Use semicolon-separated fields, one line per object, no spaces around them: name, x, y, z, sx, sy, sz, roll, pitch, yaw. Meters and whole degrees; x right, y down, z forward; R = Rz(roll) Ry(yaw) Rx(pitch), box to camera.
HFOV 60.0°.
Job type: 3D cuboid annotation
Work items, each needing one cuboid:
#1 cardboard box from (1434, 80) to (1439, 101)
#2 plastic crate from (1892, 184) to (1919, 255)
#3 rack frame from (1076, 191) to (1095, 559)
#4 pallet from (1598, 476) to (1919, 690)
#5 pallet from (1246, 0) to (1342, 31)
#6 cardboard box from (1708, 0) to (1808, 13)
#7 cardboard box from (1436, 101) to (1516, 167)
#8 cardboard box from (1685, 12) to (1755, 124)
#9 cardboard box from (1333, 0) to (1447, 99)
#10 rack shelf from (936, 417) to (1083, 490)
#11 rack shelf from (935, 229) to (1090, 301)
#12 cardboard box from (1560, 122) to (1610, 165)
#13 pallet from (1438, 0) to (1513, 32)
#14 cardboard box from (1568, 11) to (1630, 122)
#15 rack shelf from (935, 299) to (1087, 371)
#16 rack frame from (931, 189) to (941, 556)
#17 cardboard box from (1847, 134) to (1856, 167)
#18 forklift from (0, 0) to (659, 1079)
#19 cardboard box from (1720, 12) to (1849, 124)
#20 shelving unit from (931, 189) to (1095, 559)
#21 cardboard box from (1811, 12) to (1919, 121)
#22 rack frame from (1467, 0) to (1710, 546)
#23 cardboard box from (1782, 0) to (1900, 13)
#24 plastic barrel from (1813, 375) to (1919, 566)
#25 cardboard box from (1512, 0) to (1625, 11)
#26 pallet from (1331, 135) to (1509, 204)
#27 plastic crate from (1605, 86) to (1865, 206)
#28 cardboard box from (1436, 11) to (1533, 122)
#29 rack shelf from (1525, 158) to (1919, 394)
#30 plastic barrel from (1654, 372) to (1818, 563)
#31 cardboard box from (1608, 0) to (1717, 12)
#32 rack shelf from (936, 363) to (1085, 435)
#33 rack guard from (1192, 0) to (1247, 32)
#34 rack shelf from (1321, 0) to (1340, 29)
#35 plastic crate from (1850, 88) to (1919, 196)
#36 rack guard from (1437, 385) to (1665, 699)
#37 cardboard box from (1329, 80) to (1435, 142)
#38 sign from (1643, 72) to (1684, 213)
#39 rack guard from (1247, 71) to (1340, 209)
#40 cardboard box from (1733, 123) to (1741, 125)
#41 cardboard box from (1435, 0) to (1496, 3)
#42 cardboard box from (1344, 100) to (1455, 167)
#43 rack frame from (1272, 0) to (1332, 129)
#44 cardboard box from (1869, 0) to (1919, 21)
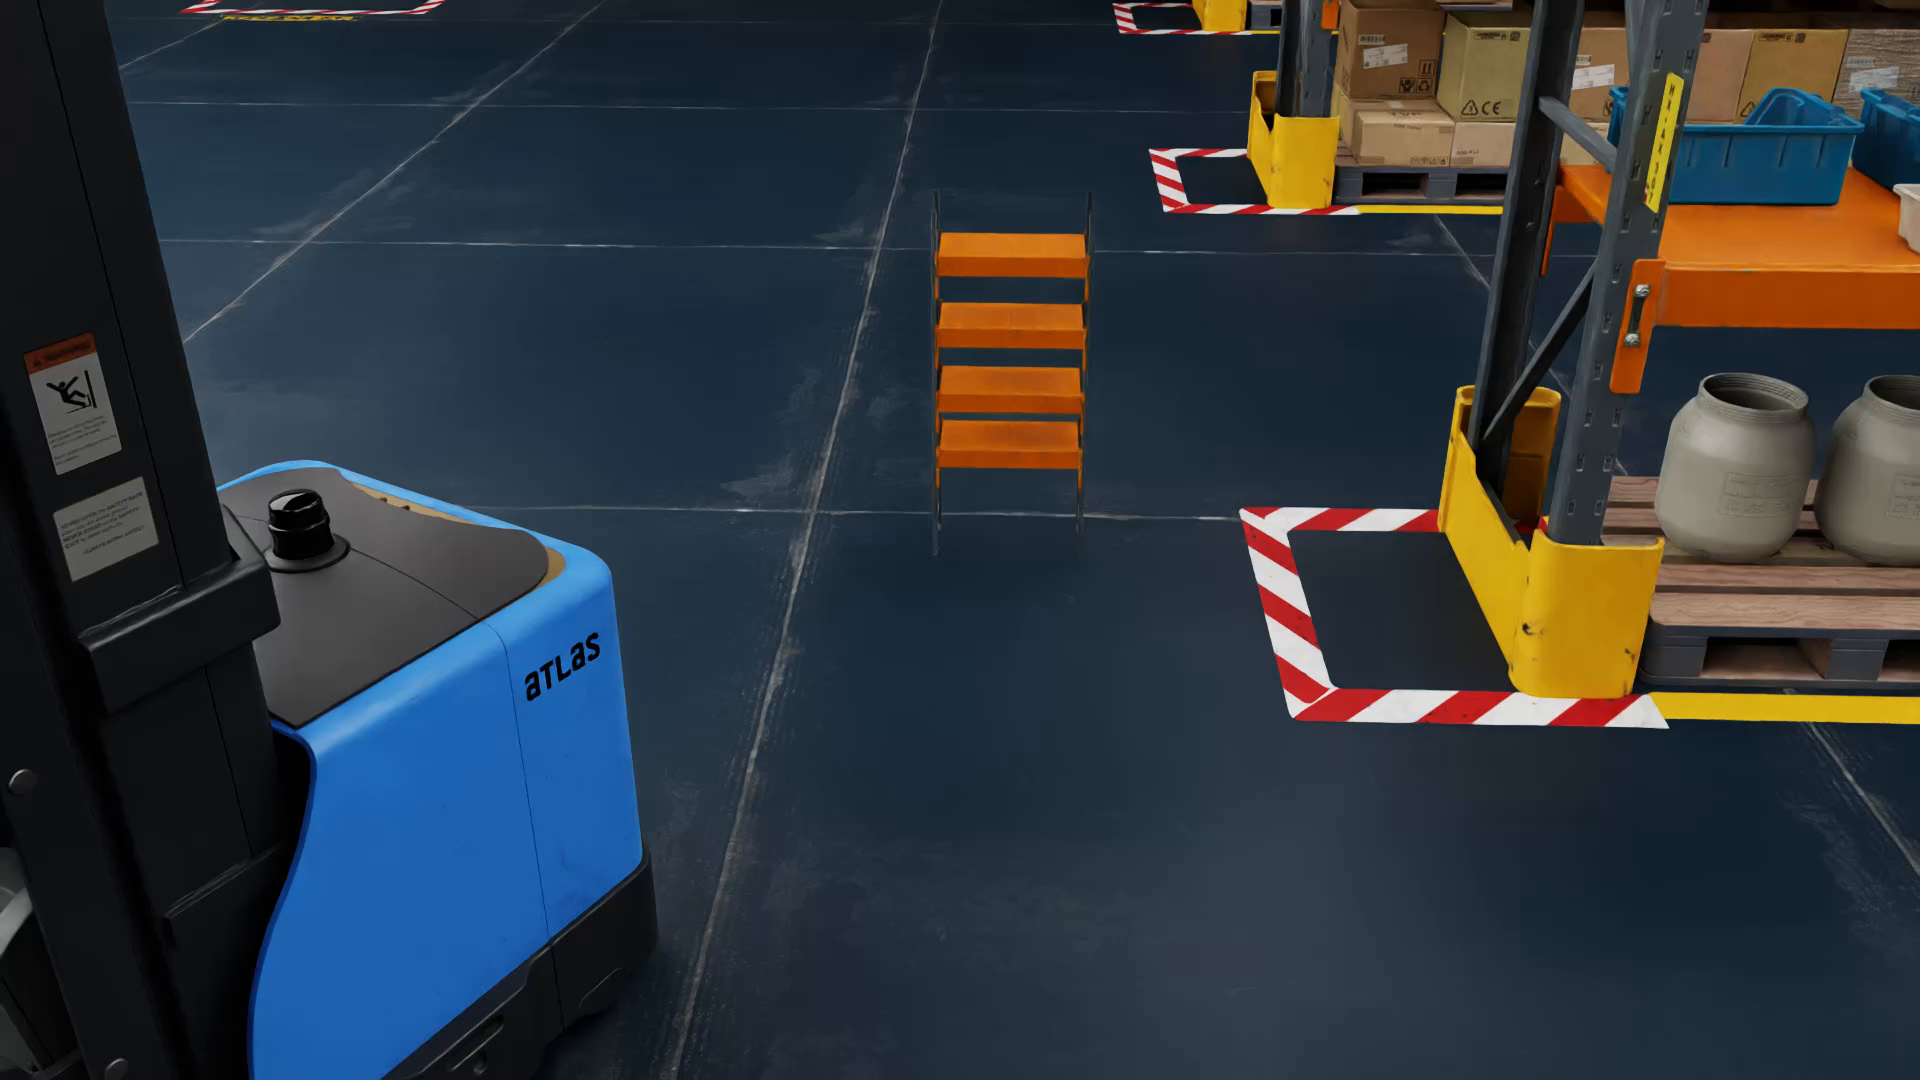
cardboard box;2.981;-2.530;9.808;0.500;0.250;0.500;1;28;2
plastic crate;2.639;-0.832;4.399;0.250;0.136;0.298;1;28;2
rack frame;0.409;-0.523;5.456;0.015;1.200;0.240;1;28;2
pallet;2.646;0.113;5.312;1.213;0.211;1.003;1;28;2
pallet;2.993;-4.488;13.991;1.213;0.211;1.003;1;28;2
cardboard box;4.481;-2.839;9.590;0.500;0.500;0.500;1;28;2
cardboard box;2.963;-2.284;9.343;0.500;0.250;0.500;1;28;2
cardboard box;3.962;-2.596;9.131;0.500;0.500;0.500;1;28;2
cardboard box;2.481;-2.865;9.639;0.500;0.500;0.500;1;28;2
rack shelf;0.165;-0.293;5.588;0.480;0.148;0.258;1;28;2
rack shelf;0.165;-0.875;5.280;0.480;0.148;0.258;1;28;2
cardboard box;3.463;-2.275;9.327;0.500;0.250;0.500;1;28;2
pallet;4.209;-4.467;13.951;1.213;0.211;1.003;1;28;2
cardboard box;3.463;-2.612;9.162;0.500;0.500;0.500;1;28;2
rack shelf;0.165;-0.666;5.391;0.480;0.148;0.258;1;28;2
rack frame;-0.078;-0.531;5.471;0.015;1.200;0.240;1;28;2
cardboard box;4.962;-2.256;9.290;0.500;0.250;0.500;1;28;2
forklift;-1.897;0.155;2.329;1.130;2.935;3.031;16;32;27
cardboard box;4.462;-2.594;9.128;0.500;0.500;0.500;1;28;2
shelving unit;0.165;-0.527;5.464;0.503;1.200;0.258;1;28;2
cardboard box;4.962;-2.588;9.116;0.500;0.500;0.500;1;28;2
rack frame;1.756;-1.114;4.649;0.127;3.000;1.000;1;28;2
cardboard box;4.980;-2.827;9.568;0.500;0.500;0.500;1;28;2
plastic barrel;2.918;-0.217;5.165;0.421;0.512;0.421;0;28;0
cardboard box;3.481;-2.856;9.621;0.500;0.500;0.500;1;28;2
pallet;2.701;-2.208;9.689;1.213;0.211;1.003;1;28;2
plastic crate;2.267;-1.180;4.933;0.616;0.251;0.499;1;28;2
cardboard box;2.963;-2.614;9.166;0.500;0.500;0.500;1;28;2
rack shelf;3.755;-0.763;4.756;4.000;0.370;1.077;1;28;2
plastic barrel;2.417;-0.226;5.181;0.421;0.512;0.421;0;28;0
cardboard box;3.981;-2.847;9.604;0.500;0.500;0.500;1;28;2
rack shelf;0.165;-0.468;5.495;0.480;0.148;0.258;1;28;2
rack guard;2.182;-4.646;13.980;0.348;0.500;1.175;1;28;2
rack shelf;3.934;-3.082;9.129;4.000;0.370;1.077;1;28;2
plastic crate;2.916;-1.167;4.908;0.408;0.251;0.499;1;28;2
rack guard;1.834;-0.031;5.274;0.348;0.500;1.175;1;28;2
cardboard box;2.481;-2.533;9.813;0.500;0.250;0.500;1;28;2
sign;1.733;-0.979;4.099;0.005;0.325;0.100;1;28;2
rack guard;1.911;-2.329;9.609;0.348;0.500;1.175;1;28;2
cardboard box;4.462;-2.257;9.292;0.500;0.250;0.500;1;28;2
cardboard box;4.095;-4.743;13.694;0.500;0.500;0.700;-1;28;-1
cardboard box;2.463;-2.290;9.356;0.500;0.250;0.500;1;28;2
rack frame;1.935;-3.433;9.023;0.127;3.000;1.000;1;28;2
cardboard box;5.480;-2.823;9.559;0.500;0.500;0.500;1;28;2
